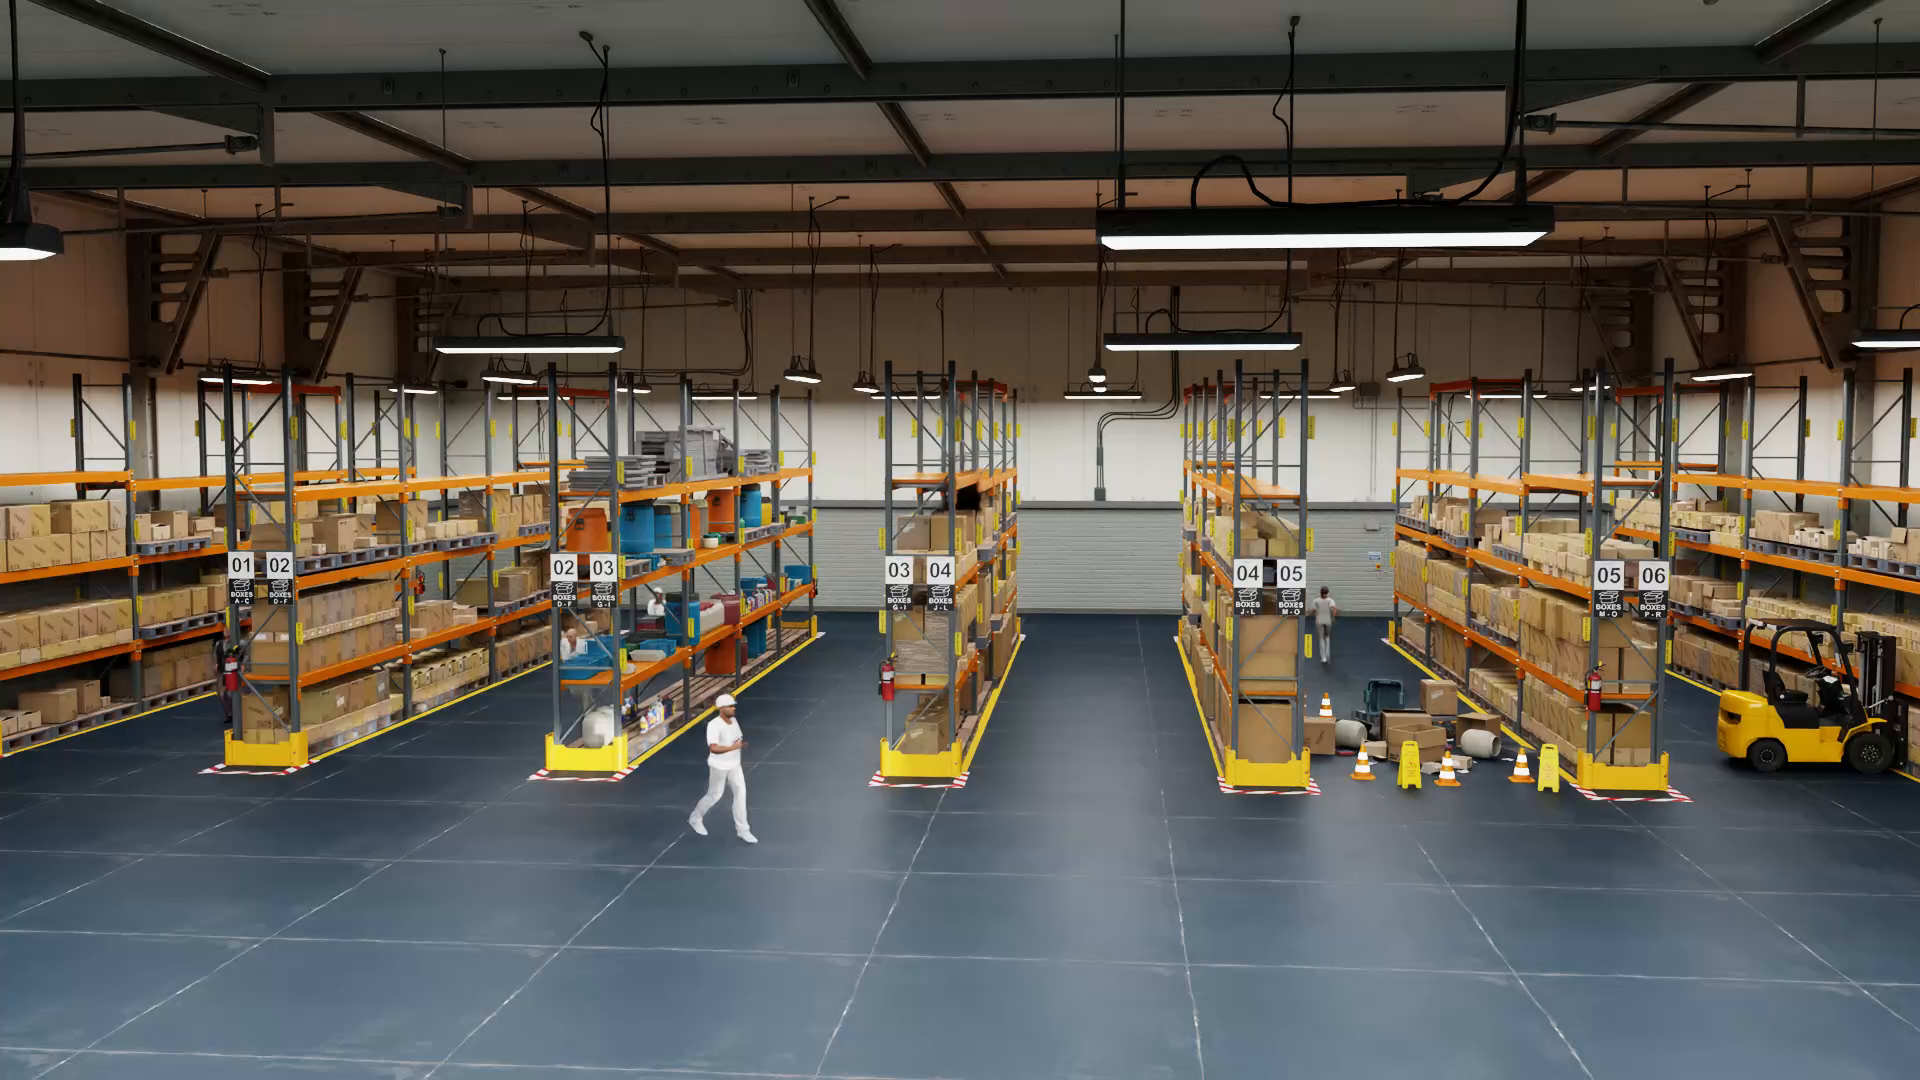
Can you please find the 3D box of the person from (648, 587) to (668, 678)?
[{"bbox_3d":[-6.128,1.869,34.074,0.656,1.826,0.882,1,4,8],"label":"person"}]

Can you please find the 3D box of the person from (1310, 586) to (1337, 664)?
[{"bbox_3d":[7.760,1.838,35.517,0.544,1.710,0.730,0,4,6],"label":"person"}]

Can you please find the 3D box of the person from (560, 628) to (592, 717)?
[{"bbox_3d":[-6.682,2.308,28.959,0.737,1.599,0.865,1,4,13],"label":"person"}]

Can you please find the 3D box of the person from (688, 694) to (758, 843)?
[{"bbox_3d":[-2.887,2.760,20.232,0.950,1.781,0.688,2,4,29],"label":"person"}]

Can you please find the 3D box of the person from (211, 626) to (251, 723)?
[{"bbox_3d":[-12.546,2.298,28.586,0.661,1.673,0.585,0,4,-1],"label":"person"}]
